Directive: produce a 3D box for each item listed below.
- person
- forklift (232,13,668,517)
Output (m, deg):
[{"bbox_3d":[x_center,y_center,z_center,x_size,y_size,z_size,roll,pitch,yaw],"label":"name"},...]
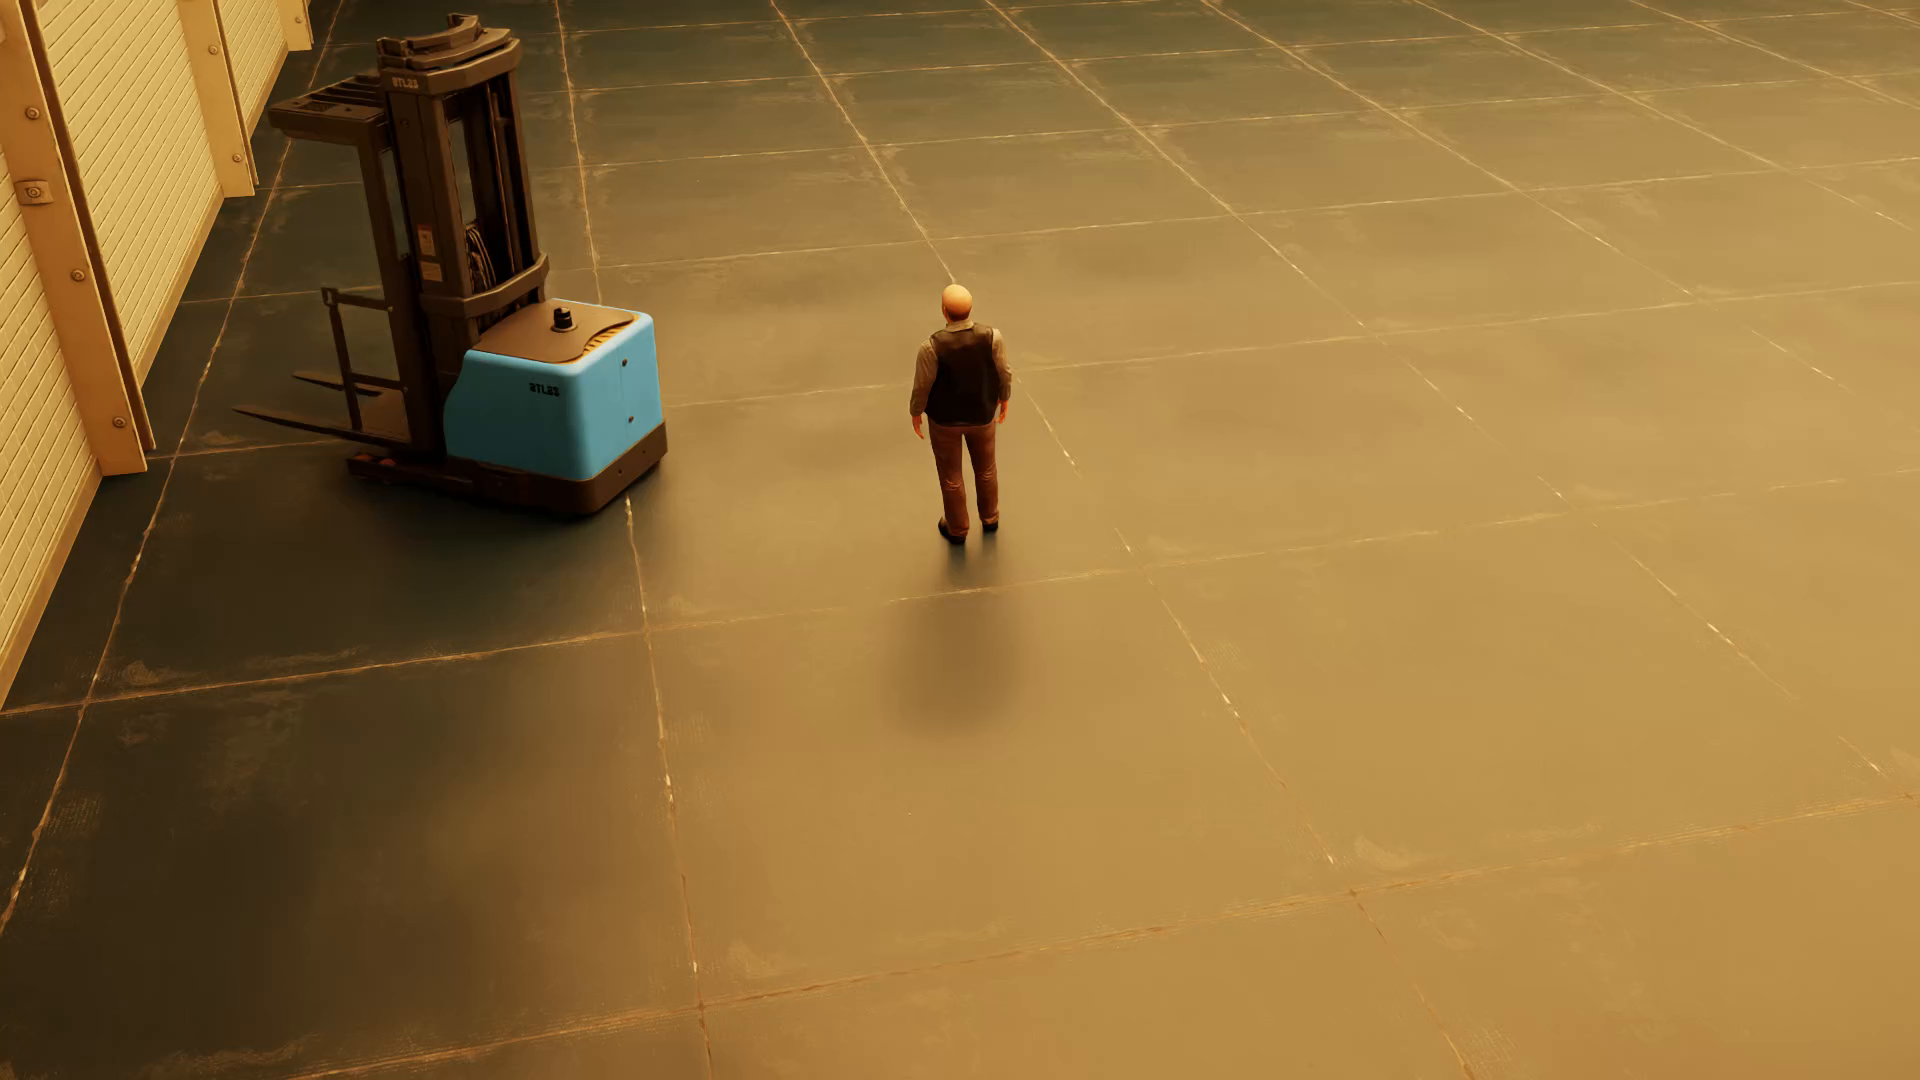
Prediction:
[{"bbox_3d":[-0.006,-0.782,10.119,0.632,1.720,0.568,-7,31,-12],"label":"person"},{"bbox_3d":[-3.576,-1.876,10.815,3.031,2.935,1.130,11,32,18],"label":"forklift"}]
